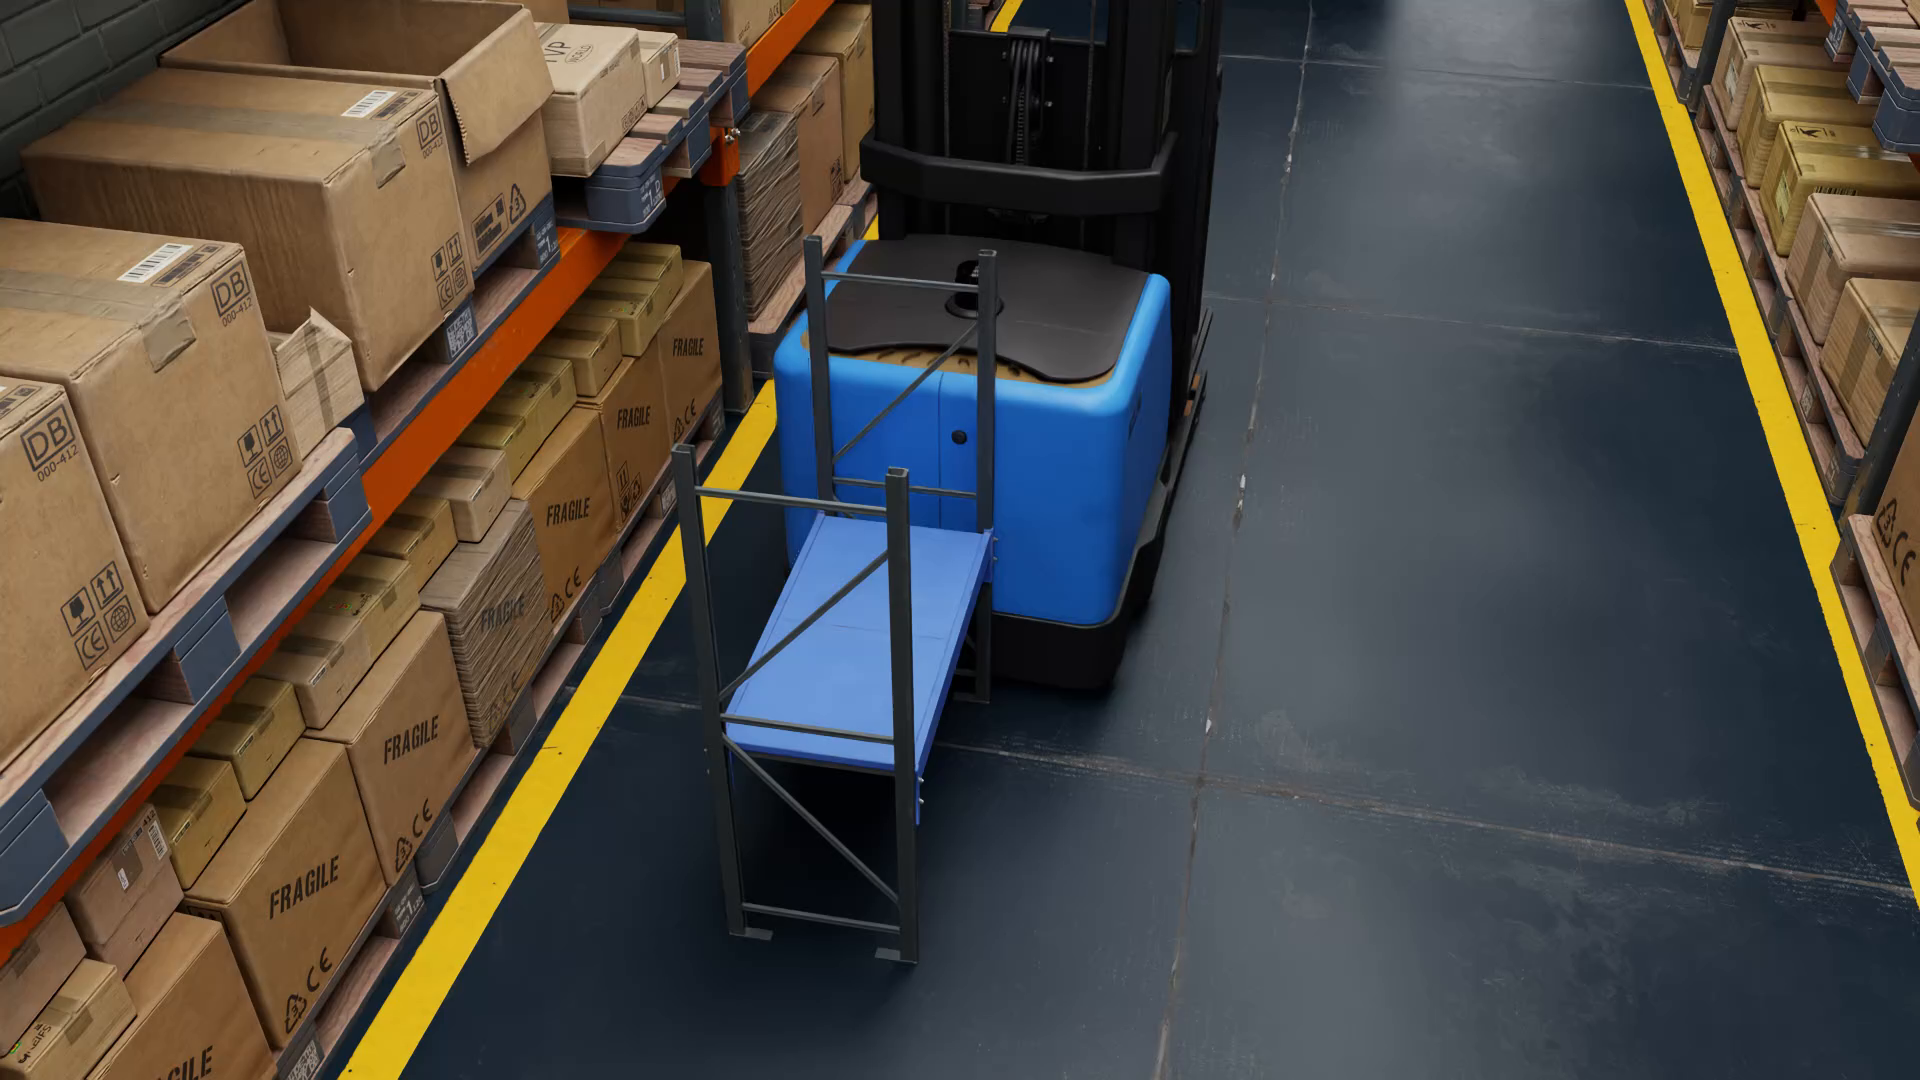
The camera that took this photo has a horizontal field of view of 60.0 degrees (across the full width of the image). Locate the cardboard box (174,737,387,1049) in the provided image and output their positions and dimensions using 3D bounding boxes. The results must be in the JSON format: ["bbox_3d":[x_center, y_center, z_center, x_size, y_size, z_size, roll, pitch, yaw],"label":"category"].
[{"bbox_3d":[-1.732,0.790,3.877,0.500,0.500,0.500,7,36,9],"label":"cardboard box"}]

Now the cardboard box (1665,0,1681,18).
[{"bbox_3d":[4.367,-3.199,9.593,0.500,0.250,0.500,6,36,9],"label":"cardboard box"}]

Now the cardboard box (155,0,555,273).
[{"bbox_3d":[-1.472,-1.043,4.187,0.797,0.503,0.637,7,36,9],"label":"cardboard box"}]

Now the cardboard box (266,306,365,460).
[{"bbox_3d":[-1.487,-0.361,3.449,0.396,0.266,0.258,9,37,12],"label":"cardboard box"}]

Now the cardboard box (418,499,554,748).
[{"bbox_3d":[-1.504,0.207,4.680,0.500,0.500,0.500,6,36,8],"label":"cardboard box"}]

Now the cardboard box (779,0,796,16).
[{"bbox_3d":[-0.859,-2.241,6.414,0.500,0.250,0.500,7,36,9],"label":"cardboard box"}]

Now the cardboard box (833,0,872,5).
[{"bbox_3d":[-0.724,-2.547,8.374,0.875,0.625,0.625,7,37,9],"label":"cardboard box"}]

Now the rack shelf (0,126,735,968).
[{"bbox_3d":[-1.732,-0.352,4.293,1.077,0.370,4.000,7,37,10],"label":"rack shelf"}]

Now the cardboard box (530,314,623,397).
[{"bbox_3d":[-1.290,-0.590,5.227,0.380,0.149,0.250,6,36,8],"label":"cardboard box"}]

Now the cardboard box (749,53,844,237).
[{"bbox_3d":[-1.026,-1.730,7.247,0.875,0.625,0.625,8,37,11],"label":"cardboard box"}]

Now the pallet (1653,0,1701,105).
[{"bbox_3d":[4.509,-2.724,9.328,1.003,0.211,1.213,7,37,10],"label":"pallet"}]

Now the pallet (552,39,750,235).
[{"bbox_3d":[-1.381,-1.315,5.172,1.213,0.211,1.003,7,37,10],"label":"pallet"}]

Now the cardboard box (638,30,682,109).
[{"bbox_3d":[-1.070,-1.434,5.028,0.380,0.149,0.250,8,37,11],"label":"cardboard box"}]

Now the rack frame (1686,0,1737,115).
[{"bbox_3d":[4.400,-3.463,7.972,1.000,3.000,0.127,7,37,10],"label":"rack frame"}]

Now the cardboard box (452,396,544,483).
[{"bbox_3d":[-1.443,-0.301,4.829,0.380,0.149,0.250,7,36,9],"label":"cardboard box"}]

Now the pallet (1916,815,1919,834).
[{"bbox_3d":[3.041,1.099,4.054,1.003,0.211,1.213,7,37,10],"label":"pallet"}]

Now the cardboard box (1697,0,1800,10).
[{"bbox_3d":[4.264,-3.196,8.950,0.500,0.500,0.500,7,36,9],"label":"cardboard box"}]

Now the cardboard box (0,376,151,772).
[{"bbox_3d":[-1.837,0.043,2.691,0.700,0.500,0.500,8,37,11],"label":"cardboard box"}]

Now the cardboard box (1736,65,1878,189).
[{"bbox_3d":[4.140,-1.856,7.636,0.950,0.372,0.625,10,37,13],"label":"cardboard box"}]

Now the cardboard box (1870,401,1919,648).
[{"bbox_3d":[3.317,-0.094,4.777,0.875,0.875,0.875,7,37,10],"label":"cardboard box"}]

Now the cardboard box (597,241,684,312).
[{"bbox_3d":[-1.163,-0.896,5.649,0.380,0.149,0.250,6,36,8],"label":"cardboard box"}]

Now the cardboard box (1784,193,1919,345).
[{"bbox_3d":[3.826,-1.023,6.487,0.950,0.372,0.625,7,36,9],"label":"cardboard box"}]

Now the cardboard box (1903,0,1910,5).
[{"bbox_3d":[3.444,-1.912,5.688,0.380,0.149,0.250,6,36,8],"label":"cardboard box"}]

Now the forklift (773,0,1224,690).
[{"bbox_3d":[0.327,-1.601,5.461,1.130,2.935,3.031,9,37,12],"label":"forklift"}]

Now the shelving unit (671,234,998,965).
[{"bbox_3d":[-0.253,0.150,4.265,0.538,1.500,1.048,7,36,9],"label":"shelving unit"}]

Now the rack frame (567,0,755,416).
[{"bbox_3d":[-1.305,-1.790,5.664,1.000,3.000,0.127,7,37,10],"label":"rack frame"}]

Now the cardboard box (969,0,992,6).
[{"bbox_3d":[-0.023,-3.376,9.837,0.500,0.250,0.500,8,37,10],"label":"cardboard box"}]

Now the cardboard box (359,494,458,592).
[{"bbox_3d":[-1.575,-0.005,4.420,0.380,0.149,0.250,7,37,10],"label":"cardboard box"}]

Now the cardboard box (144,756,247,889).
[{"bbox_3d":[-1.795,0.593,3.595,0.380,0.149,0.250,6,36,8],"label":"cardboard box"}]

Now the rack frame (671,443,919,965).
[{"bbox_3d":[-0.352,0.442,3.862,0.500,1.500,0.032,7,36,9],"label":"rack frame"}]

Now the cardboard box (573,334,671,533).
[{"bbox_3d":[-1.302,-0.393,5.509,0.500,0.500,0.500,7,36,9],"label":"cardboard box"}]

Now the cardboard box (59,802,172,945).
[{"bbox_3d":[-1.814,0.635,3.284,0.380,0.149,0.250,6,36,8],"label":"cardboard box"}]

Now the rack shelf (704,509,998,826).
[{"bbox_3d":[-0.253,0.295,4.371,0.538,0.185,1.000,7,36,9],"label":"rack shelf"}]

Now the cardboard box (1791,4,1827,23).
[{"bbox_3d":[4.790,-2.824,9.076,0.500,0.250,0.500,6,36,8],"label":"cardboard box"}]

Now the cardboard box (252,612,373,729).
[{"bbox_3d":[-1.660,0.296,4.005,0.380,0.149,0.250,7,37,10],"label":"cardboard box"}]

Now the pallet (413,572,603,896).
[{"bbox_3d":[-1.764,0.460,4.936,1.003,0.211,1.213,7,37,10],"label":"pallet"}]

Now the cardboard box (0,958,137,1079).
[{"bbox_3d":[-1.822,0.910,3.158,0.380,0.149,0.250,9,37,12],"label":"cardboard box"}]

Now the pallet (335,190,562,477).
[{"bbox_3d":[-1.715,-0.597,4.181,1.003,0.211,1.213,7,37,10],"label":"pallet"}]

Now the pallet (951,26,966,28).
[{"bbox_3d":[-0.569,-2.527,9.057,1.003,0.211,1.213,7,37,10],"label":"pallet"}]

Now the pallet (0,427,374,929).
[{"bbox_3d":[-1.882,0.136,3.169,1.003,0.211,1.213,7,37,10],"label":"pallet"}]

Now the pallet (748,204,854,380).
[{"bbox_3d":[-1.091,-1.128,7.127,1.003,0.211,1.213,7,37,10],"label":"pallet"}]

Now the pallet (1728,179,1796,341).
[{"bbox_3d":[3.977,-1.186,7.207,1.003,0.211,1.213,7,37,10],"label":"pallet"}]
